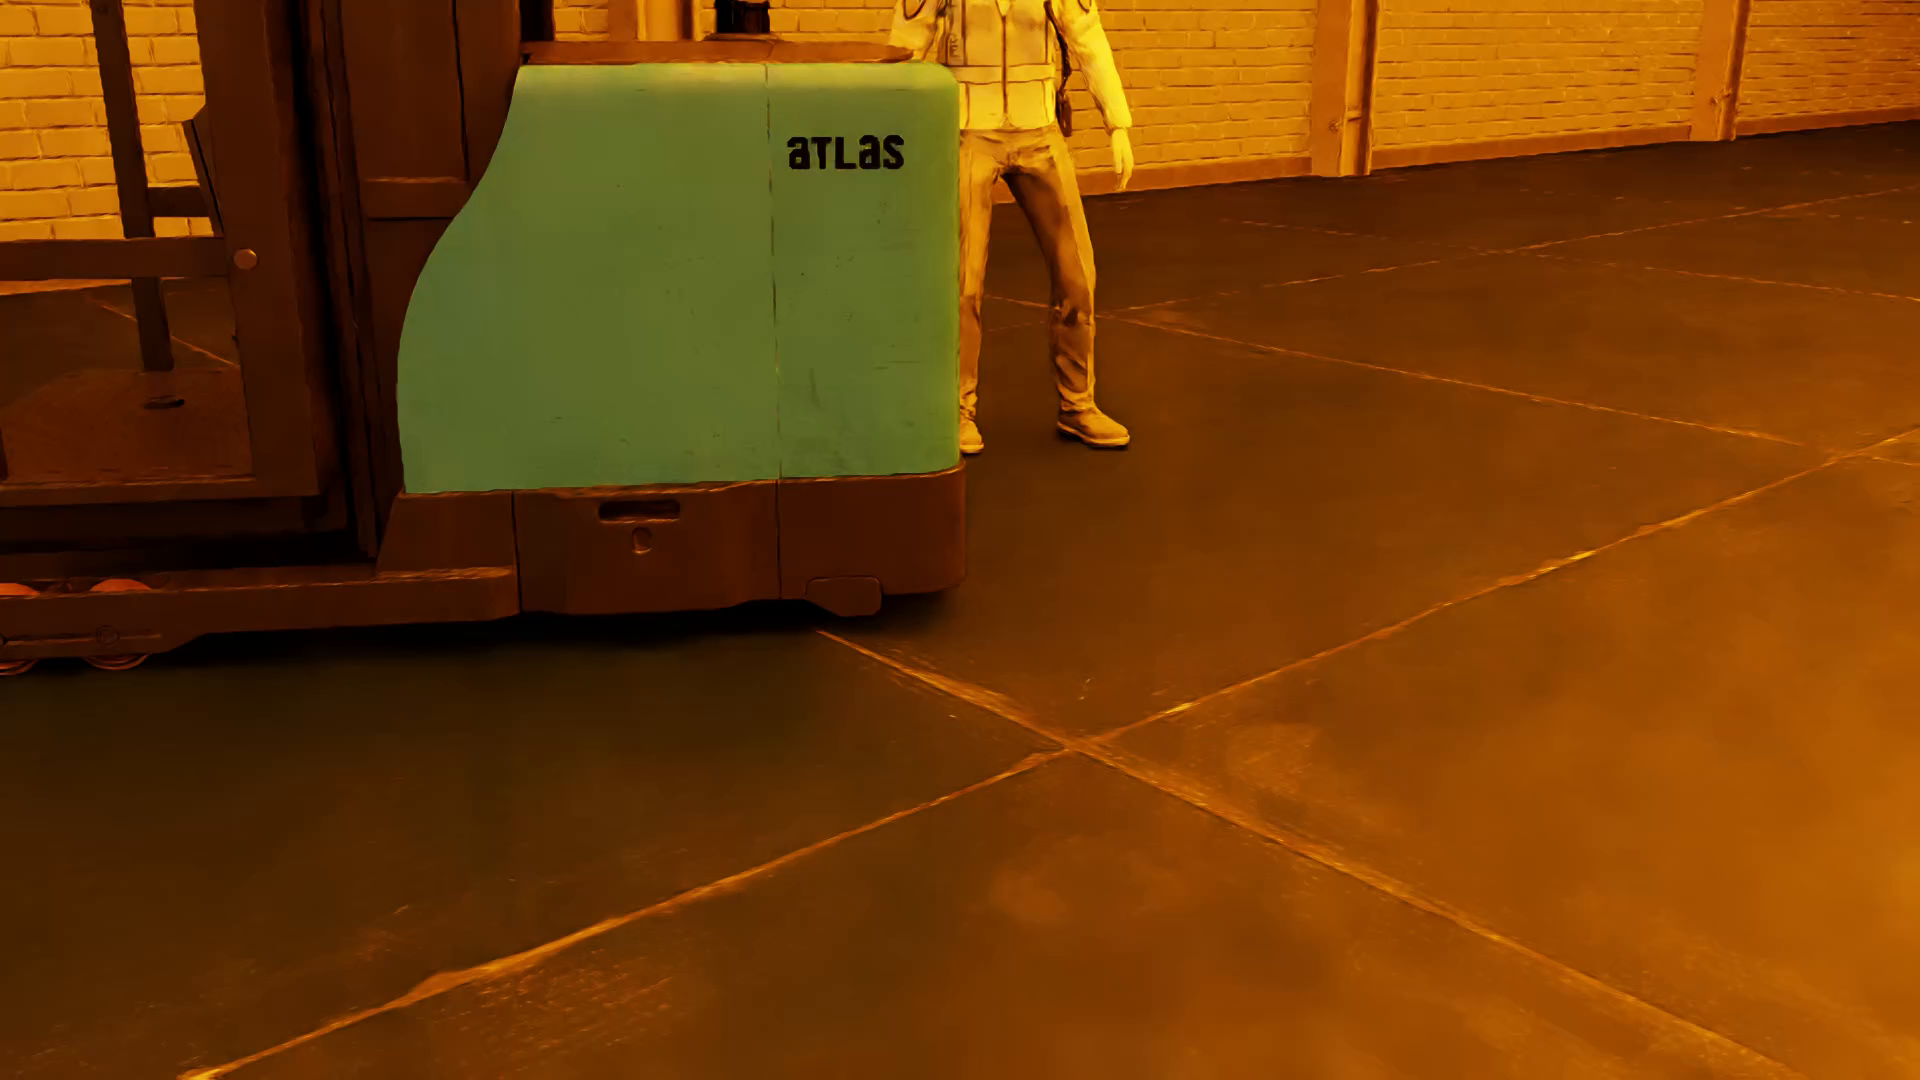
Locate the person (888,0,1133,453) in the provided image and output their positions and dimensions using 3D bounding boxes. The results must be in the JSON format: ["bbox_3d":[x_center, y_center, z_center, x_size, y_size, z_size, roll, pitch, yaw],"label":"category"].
[{"bbox_3d":[0.119,-1.061,4.494,0.699,1.644,0.332,-3,18,-11],"label":"person"}]

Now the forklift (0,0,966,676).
[{"bbox_3d":[-1.549,-1.318,3.152,3.031,2.935,1.130,-3,18,-8],"label":"forklift"}]
